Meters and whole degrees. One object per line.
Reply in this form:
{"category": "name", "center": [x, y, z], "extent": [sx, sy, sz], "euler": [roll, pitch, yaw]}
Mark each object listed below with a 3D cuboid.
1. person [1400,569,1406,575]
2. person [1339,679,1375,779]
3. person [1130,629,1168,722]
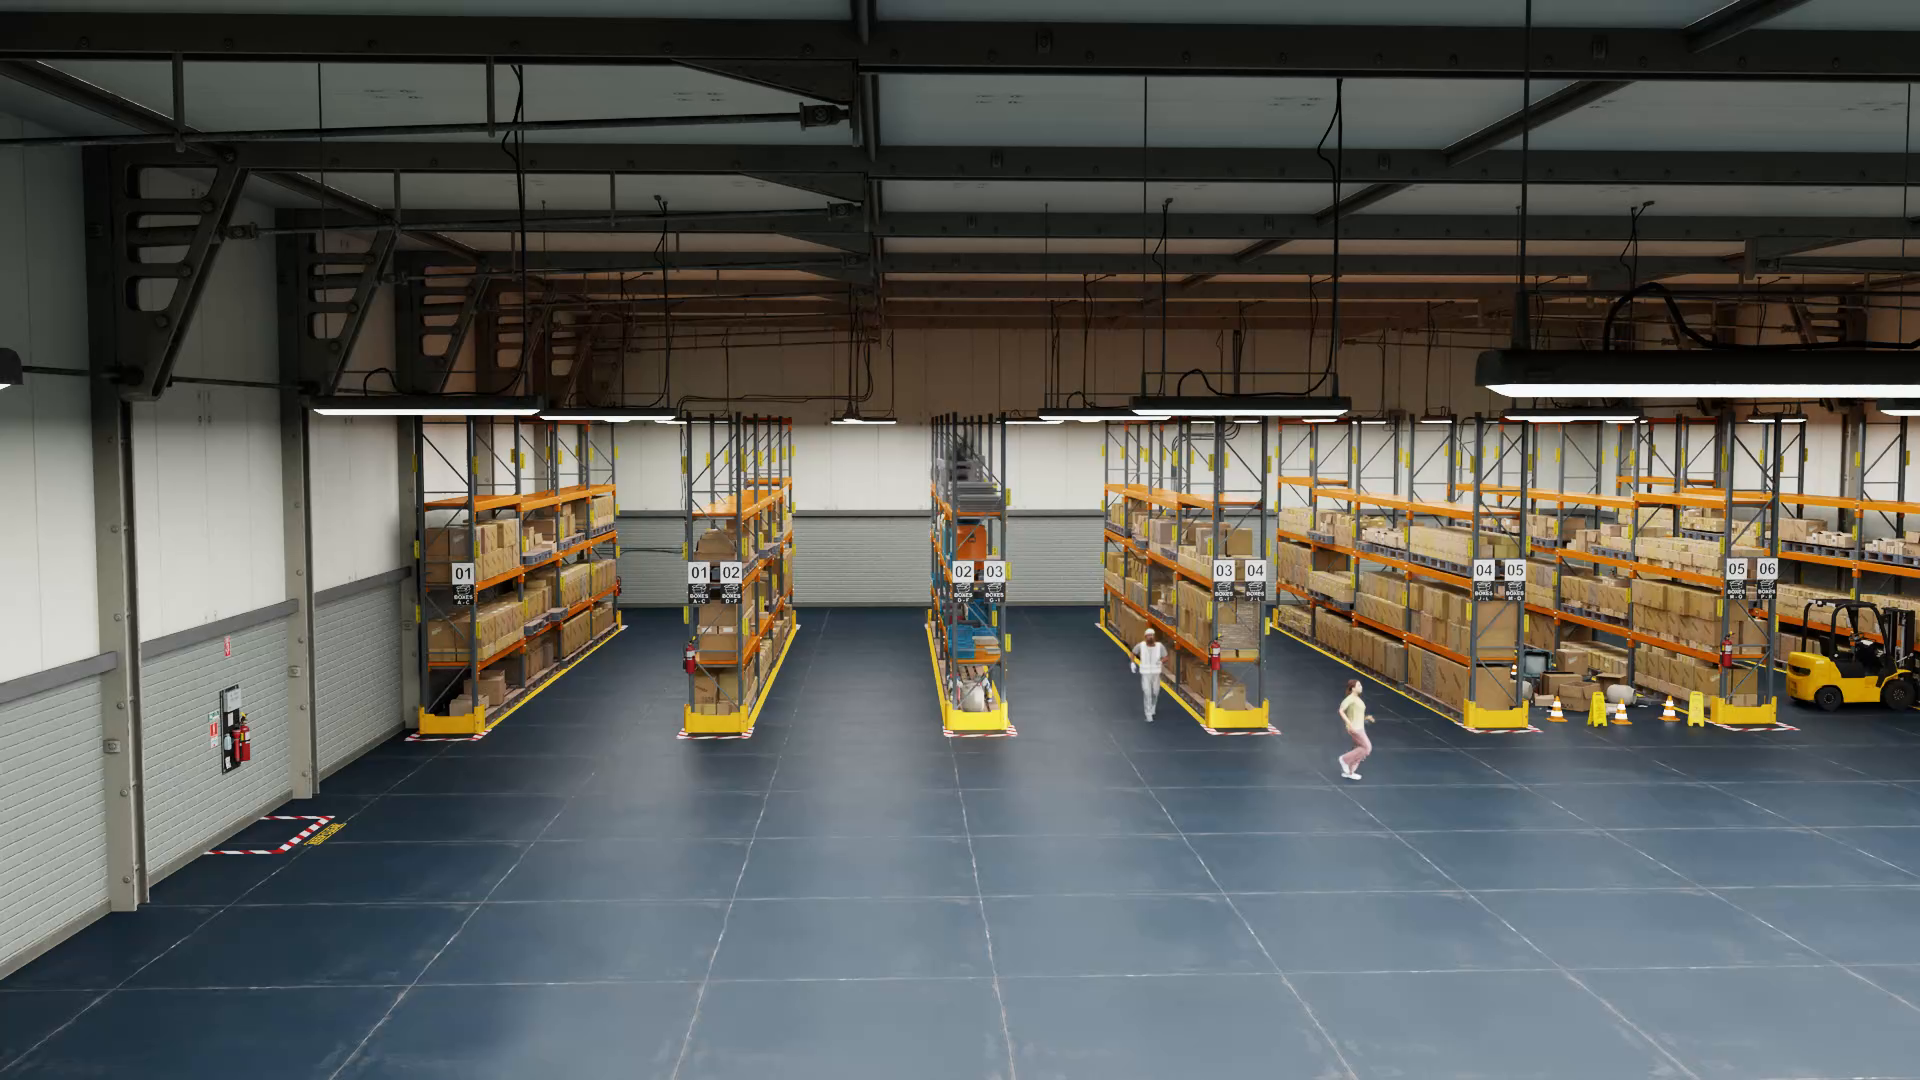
{"category": "person", "center": [13.170, 1.538, 49.315], "extent": [0.775, 1.677, 0.709], "euler": [0, 4, -4]}
{"category": "person", "center": [6.450, 3.070, 27.016], "extent": [0.537, 1.630, 0.573], "euler": [2, 4, 26]}
{"category": "person", "center": [3.717, 2.612, 32.504], "extent": [0.725, 1.760, 0.969], "euler": [0, 4, -1]}
